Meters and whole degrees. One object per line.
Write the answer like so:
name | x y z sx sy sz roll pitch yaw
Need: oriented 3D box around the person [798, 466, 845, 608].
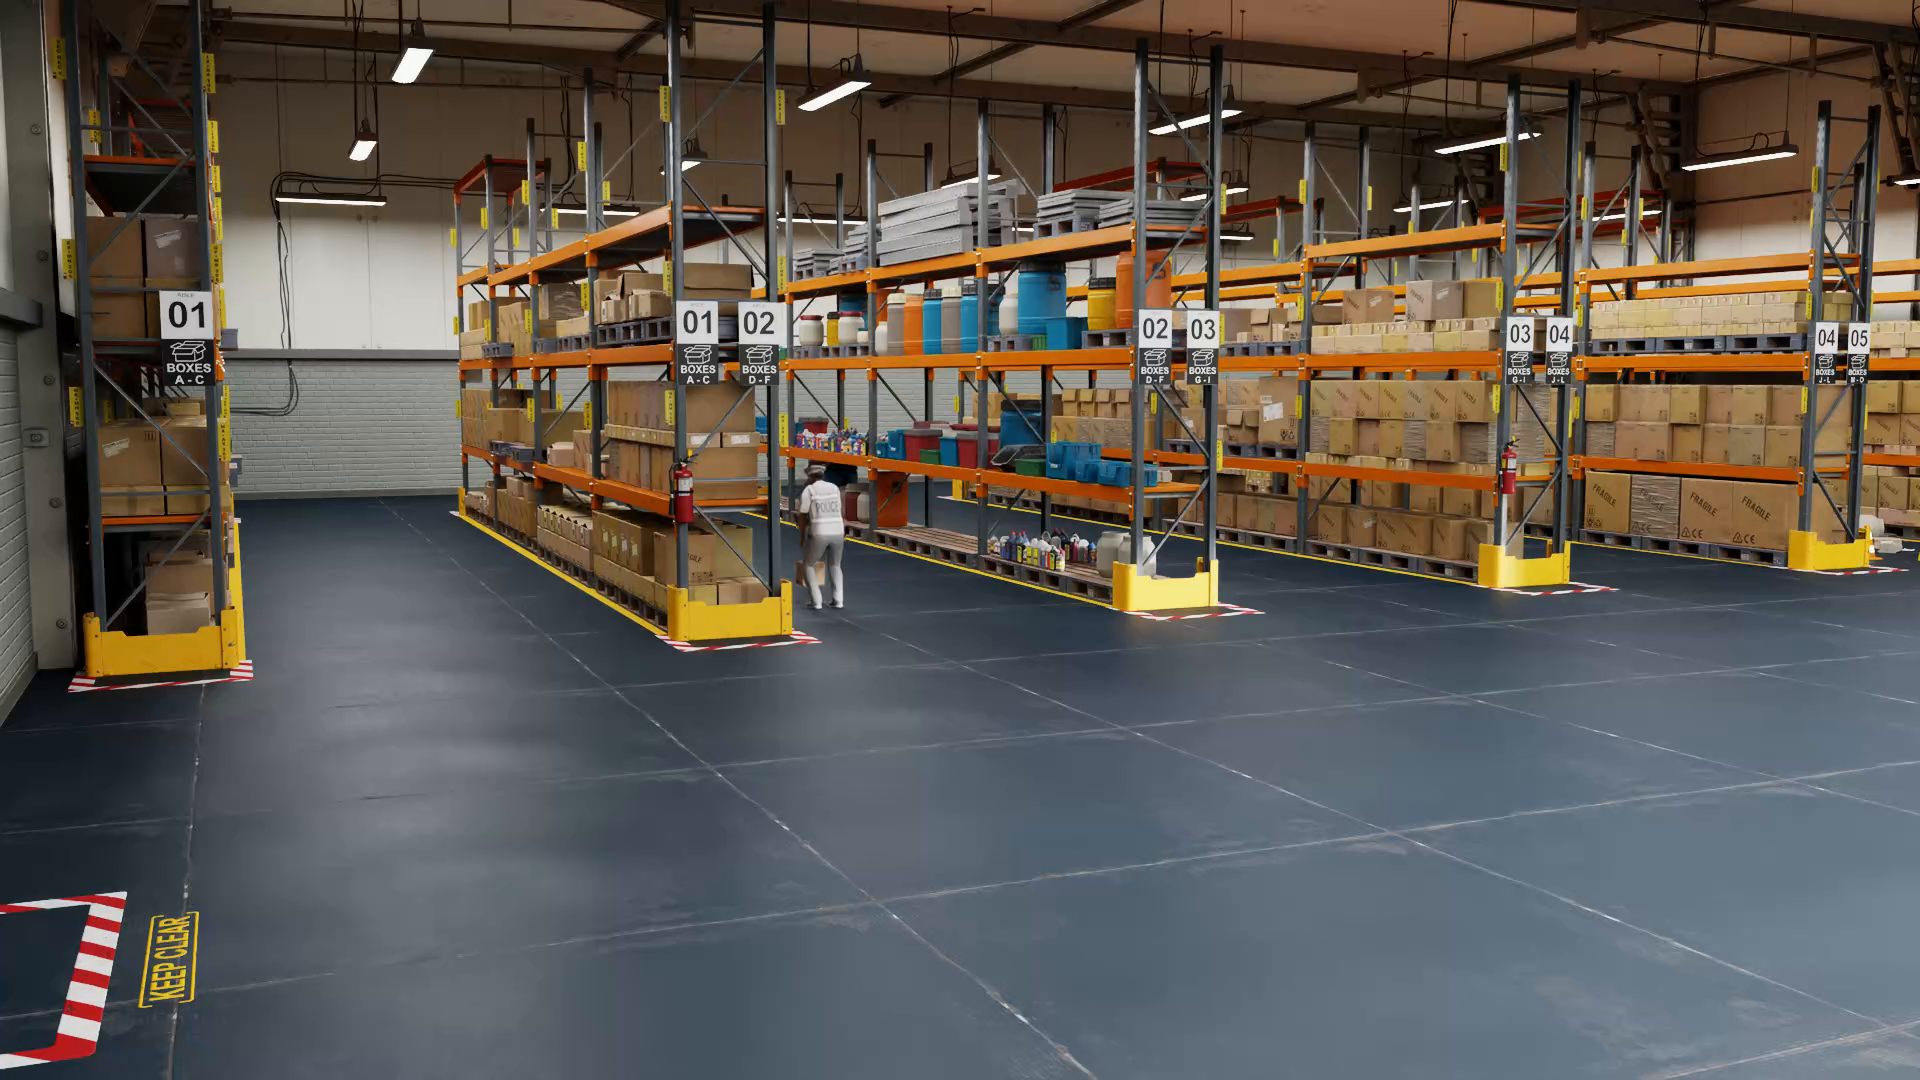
person | -1.508 -0.023 17.974 0.480 1.536 0.563 -2 6 -23
